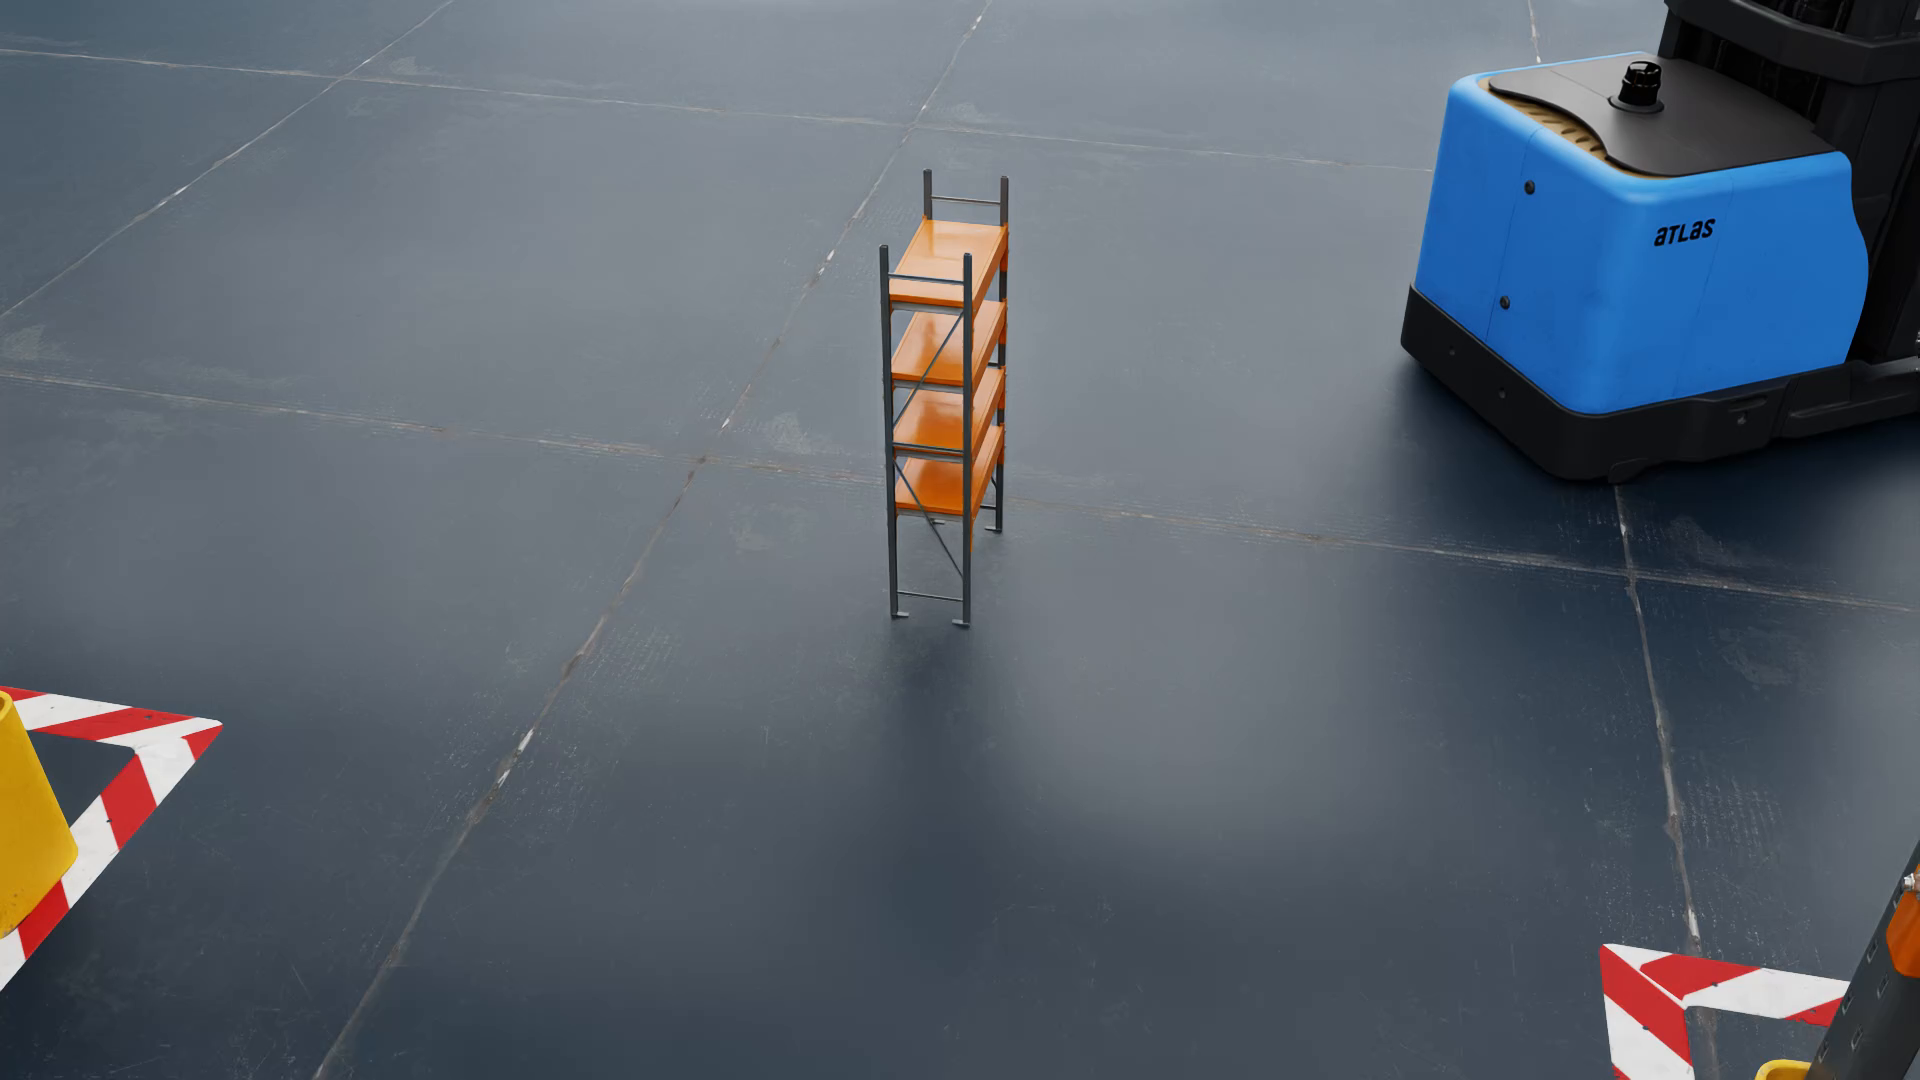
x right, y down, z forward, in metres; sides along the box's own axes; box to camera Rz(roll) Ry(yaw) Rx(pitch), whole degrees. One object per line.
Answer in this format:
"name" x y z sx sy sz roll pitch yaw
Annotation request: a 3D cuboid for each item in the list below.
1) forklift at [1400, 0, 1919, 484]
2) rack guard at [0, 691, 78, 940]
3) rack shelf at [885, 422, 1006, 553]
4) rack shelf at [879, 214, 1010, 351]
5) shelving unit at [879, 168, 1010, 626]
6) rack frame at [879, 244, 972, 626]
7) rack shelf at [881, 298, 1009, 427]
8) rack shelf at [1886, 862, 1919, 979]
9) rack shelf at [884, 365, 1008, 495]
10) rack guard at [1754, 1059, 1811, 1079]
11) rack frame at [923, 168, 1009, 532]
"forklift" 3.195 -1.893 5.364 3.031 2.935 1.130 -12 38 -16
"rack guard" -2.801 0.590 4.010 1.175 0.500 0.348 7 37 10
"rack shelf" -0.035 -0.176 4.923 0.258 0.148 0.480 7 37 10
"rack shelf" -0.035 -0.709 4.536 0.258 0.148 0.480 7 37 10
"shelving unit" -0.035 -0.391 4.767 0.258 1.200 0.503 7 37 10
"rack frame" -0.087 -0.251 4.574 0.240 1.200 0.015 7 37 10
"rack shelf" -0.035 -0.518 4.675 0.258 0.148 0.480 7 37 10
"rack shelf" 1.590 1.709 0.949 1.077 0.370 4.000 7 37 10
"rack shelf" -0.035 -0.336 4.806 0.258 0.148 0.480 7 37 10
"rack guard" 2.001 1.327 2.993 1.175 0.500 0.348 7 37 10
"rack frame" 0.017 -0.531 4.960 0.240 1.200 0.015 7 37 10
